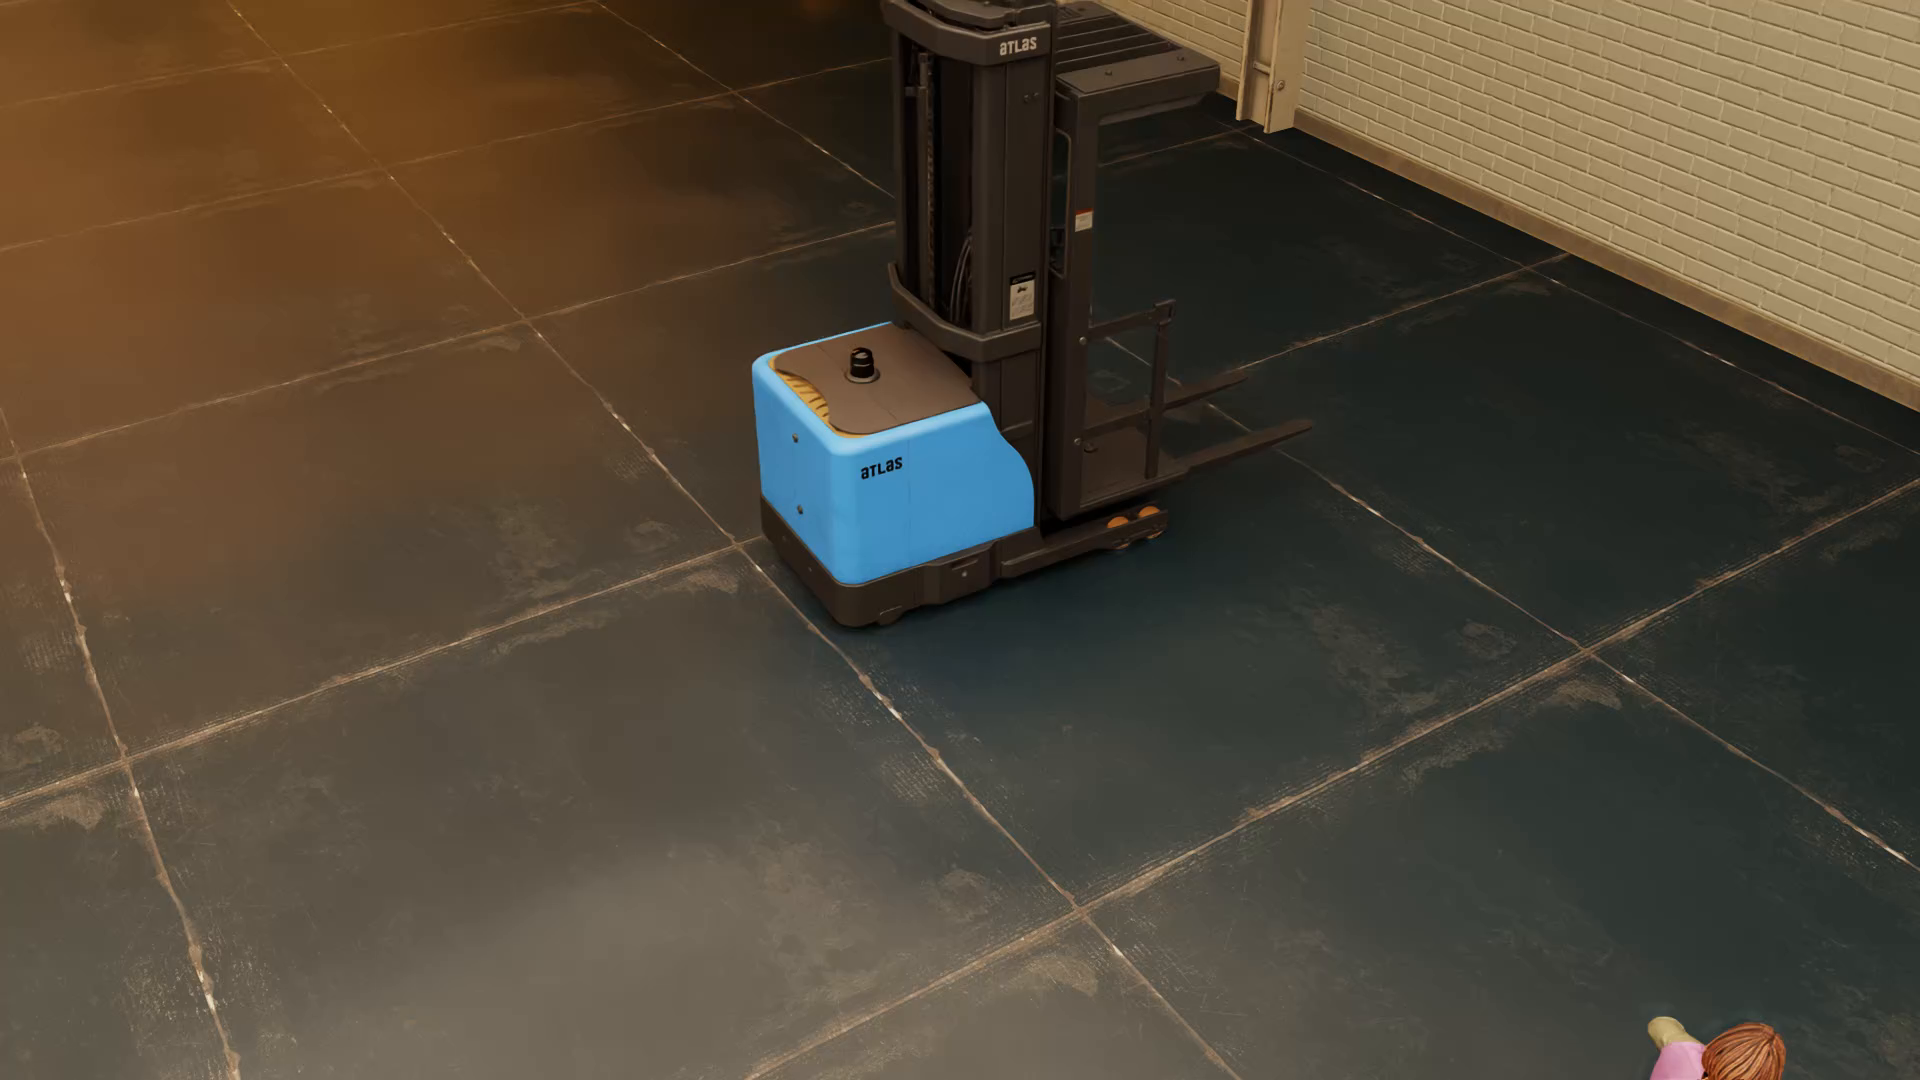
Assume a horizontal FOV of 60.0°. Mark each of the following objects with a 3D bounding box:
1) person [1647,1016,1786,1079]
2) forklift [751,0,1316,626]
[{"bbox_3d":[2.033,1.900,4.765,0.468,1.475,0.982,11,37,16],"label":"person"},{"bbox_3d":[0.503,-1.397,8.136,3.031,2.935,1.130,-18,39,-24],"label":"forklift"}]
